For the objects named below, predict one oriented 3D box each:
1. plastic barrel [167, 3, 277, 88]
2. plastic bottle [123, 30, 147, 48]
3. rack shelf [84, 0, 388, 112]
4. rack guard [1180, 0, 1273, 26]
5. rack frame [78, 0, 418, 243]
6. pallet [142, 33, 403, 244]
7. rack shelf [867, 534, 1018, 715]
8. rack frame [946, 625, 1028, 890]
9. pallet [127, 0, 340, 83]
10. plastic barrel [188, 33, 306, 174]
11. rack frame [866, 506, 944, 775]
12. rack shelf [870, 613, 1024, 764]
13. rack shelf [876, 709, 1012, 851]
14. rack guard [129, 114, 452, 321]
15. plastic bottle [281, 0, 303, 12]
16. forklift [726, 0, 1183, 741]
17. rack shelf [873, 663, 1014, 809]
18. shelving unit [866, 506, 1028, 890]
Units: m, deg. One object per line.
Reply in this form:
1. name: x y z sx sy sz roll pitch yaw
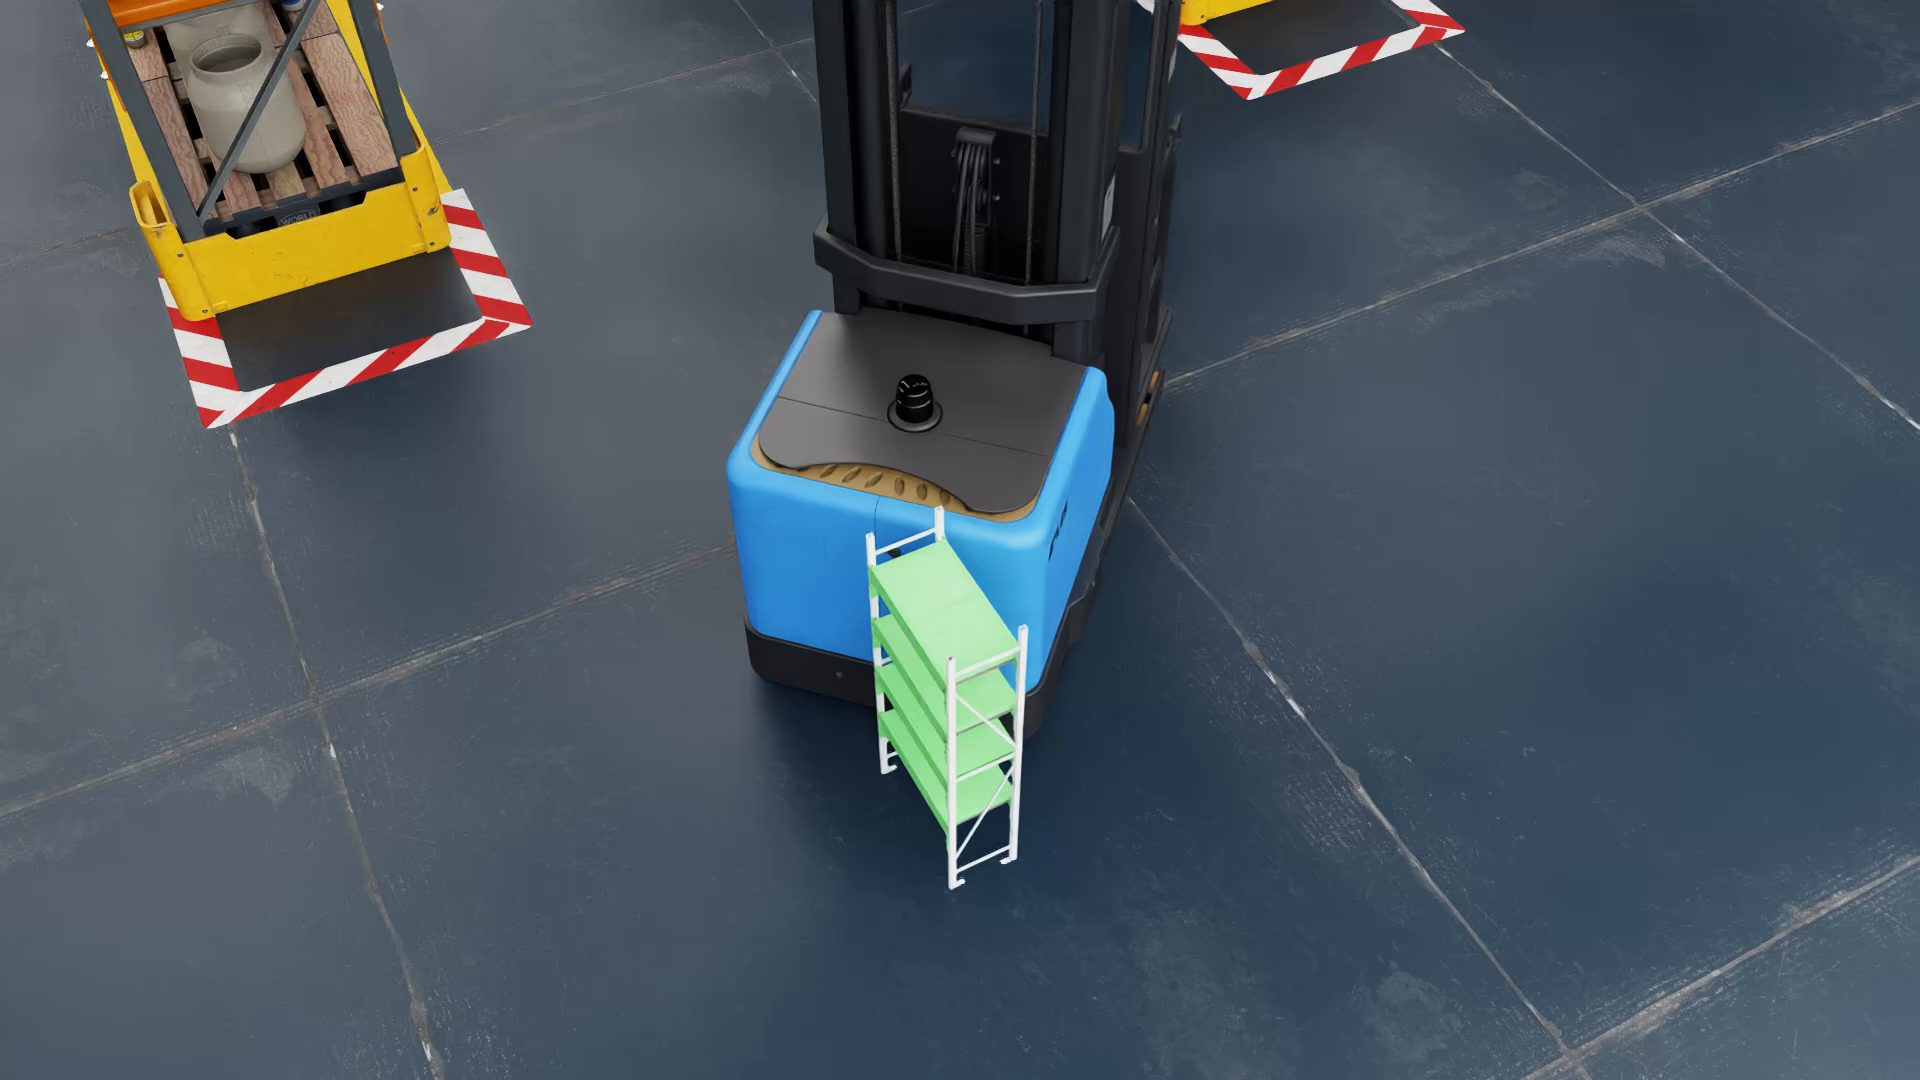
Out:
1. plastic barrel: -3.366 -2.249 7.598 0.421 0.512 0.421 0 49 0
2. plastic bottle: -3.998 -2.482 7.995 0.097 0.201 0.097 0 49 0
3. rack shelf: -3.683 -3.282 7.606 1.077 0.370 4.000 -21 52 -18
4. rack guard: 1.602 -3.114 8.642 1.175 0.500 0.348 -21 52 -18
5. rack frame: -2.768 -2.181 6.164 1.000 3.000 0.127 -21 52 -18
6. pallet: -3.211 -1.843 7.721 1.003 0.211 1.213 -21 52 -18
7. rack shelf: -0.042 0.232 4.697 0.258 0.148 0.480 -22 52 -18
8. rack frame: 0.073 0.669 4.868 0.240 1.200 0.015 -22 52 -18
9. pallet: -3.765 -2.658 8.435 1.003 0.211 1.213 -21 52 -18
10. plastic barrel: -3.137 -1.914 7.305 0.421 0.512 0.421 0 49 0
11. rack frame: -0.156 0.344 5.152 0.240 1.200 0.015 -22 52 -18
12. rack shelf: -0.042 0.390 4.878 0.258 0.148 0.480 -22 52 -18
13. rack shelf: -0.042 0.706 5.239 0.258 0.148 0.480 -22 52 -18
14. rack guard: -2.844 -1.392 7.136 1.175 0.500 0.348 -21 52 -18
15. plastic bottle: -3.320 -2.748 8.181 0.097 0.271 0.097 0 49 0
16. forklift: 0.191 -1.429 5.553 1.130 2.935 3.031 13 50 11
17. rack shelf: -0.042 0.548 5.058 0.258 0.148 0.480 -22 52 -18
18. shelving unit: -0.042 0.506 5.010 0.258 1.200 0.503 -22 52 -18
